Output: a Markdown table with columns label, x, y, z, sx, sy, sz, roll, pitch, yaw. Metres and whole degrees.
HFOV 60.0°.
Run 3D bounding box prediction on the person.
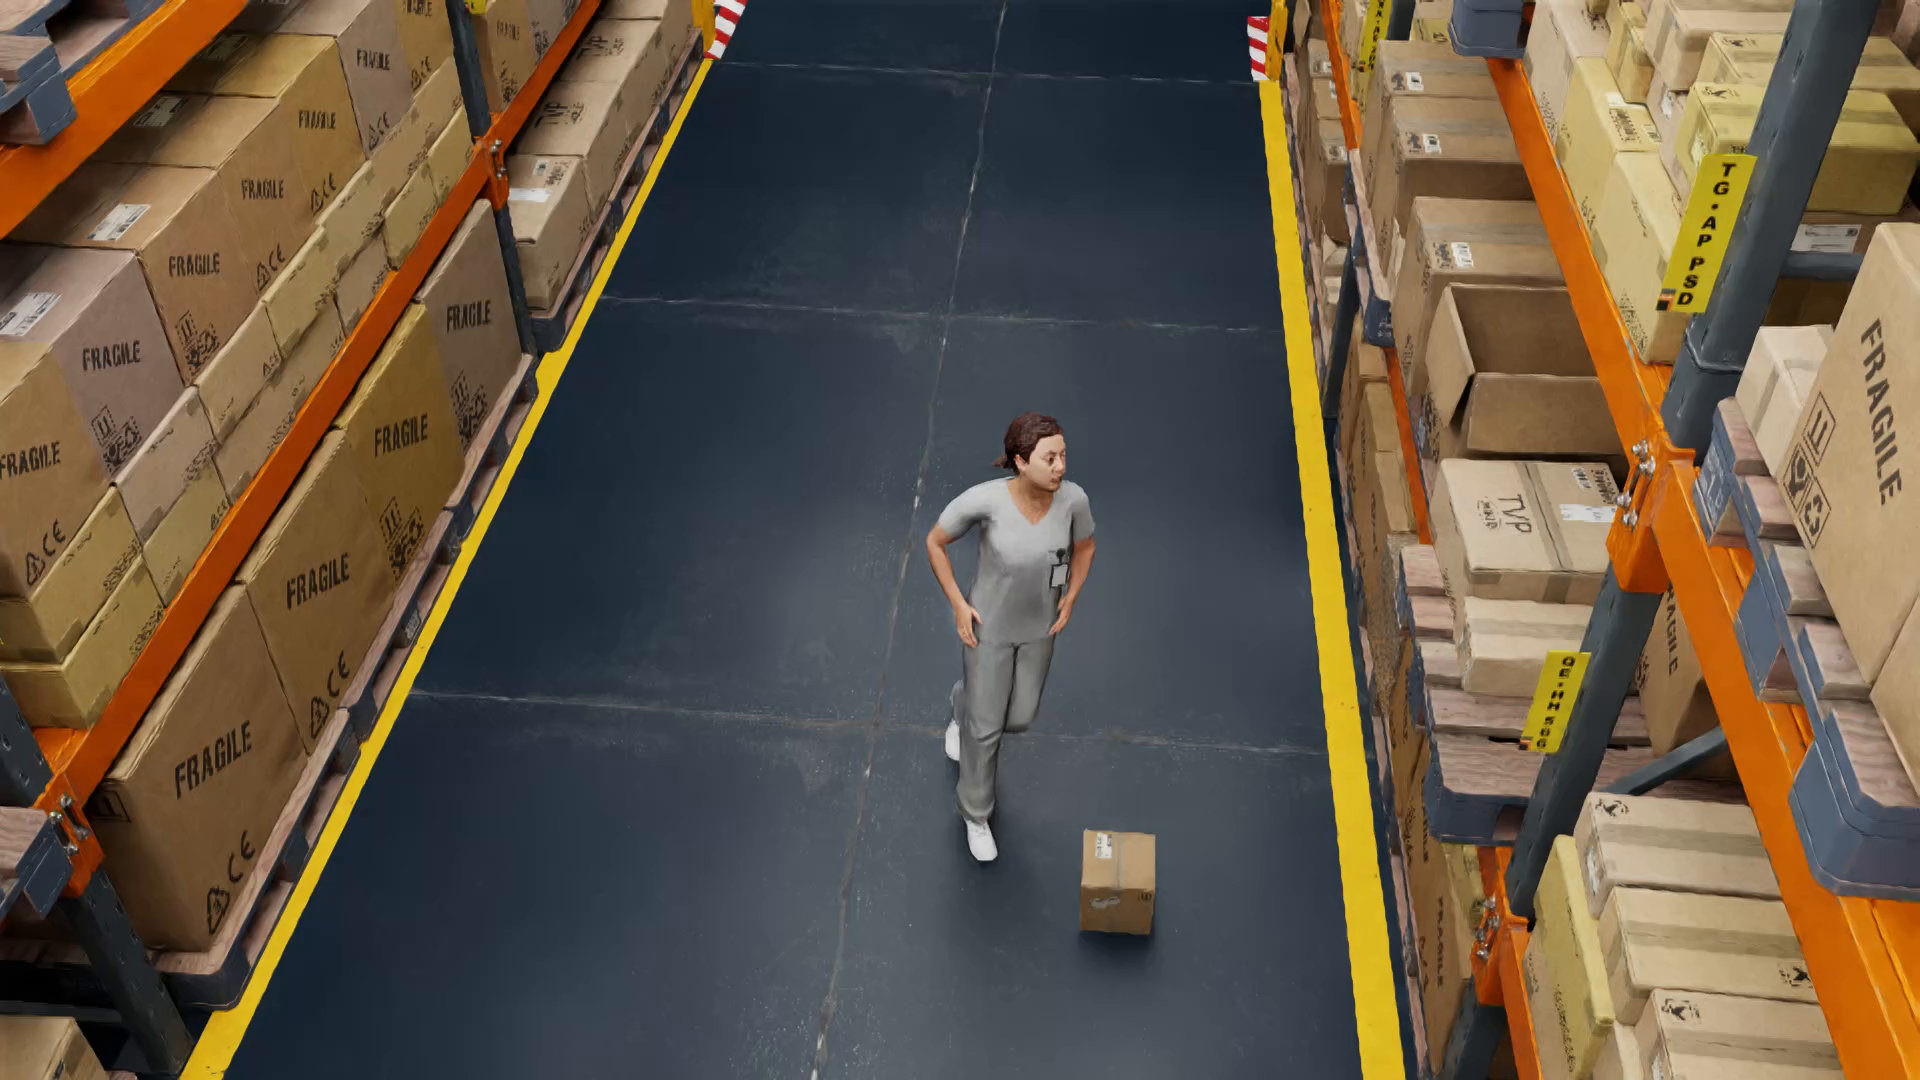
| label | x | y | z | sx | sy | sz | roll | pitch | yaw |
| --- | --- | --- | --- | --- | --- | --- | --- | --- | --- |
| person | 0.212 | 0.295 | 5.834 | 0.594 | 1.636 | 0.718 | -12 | 42 | -14 |
